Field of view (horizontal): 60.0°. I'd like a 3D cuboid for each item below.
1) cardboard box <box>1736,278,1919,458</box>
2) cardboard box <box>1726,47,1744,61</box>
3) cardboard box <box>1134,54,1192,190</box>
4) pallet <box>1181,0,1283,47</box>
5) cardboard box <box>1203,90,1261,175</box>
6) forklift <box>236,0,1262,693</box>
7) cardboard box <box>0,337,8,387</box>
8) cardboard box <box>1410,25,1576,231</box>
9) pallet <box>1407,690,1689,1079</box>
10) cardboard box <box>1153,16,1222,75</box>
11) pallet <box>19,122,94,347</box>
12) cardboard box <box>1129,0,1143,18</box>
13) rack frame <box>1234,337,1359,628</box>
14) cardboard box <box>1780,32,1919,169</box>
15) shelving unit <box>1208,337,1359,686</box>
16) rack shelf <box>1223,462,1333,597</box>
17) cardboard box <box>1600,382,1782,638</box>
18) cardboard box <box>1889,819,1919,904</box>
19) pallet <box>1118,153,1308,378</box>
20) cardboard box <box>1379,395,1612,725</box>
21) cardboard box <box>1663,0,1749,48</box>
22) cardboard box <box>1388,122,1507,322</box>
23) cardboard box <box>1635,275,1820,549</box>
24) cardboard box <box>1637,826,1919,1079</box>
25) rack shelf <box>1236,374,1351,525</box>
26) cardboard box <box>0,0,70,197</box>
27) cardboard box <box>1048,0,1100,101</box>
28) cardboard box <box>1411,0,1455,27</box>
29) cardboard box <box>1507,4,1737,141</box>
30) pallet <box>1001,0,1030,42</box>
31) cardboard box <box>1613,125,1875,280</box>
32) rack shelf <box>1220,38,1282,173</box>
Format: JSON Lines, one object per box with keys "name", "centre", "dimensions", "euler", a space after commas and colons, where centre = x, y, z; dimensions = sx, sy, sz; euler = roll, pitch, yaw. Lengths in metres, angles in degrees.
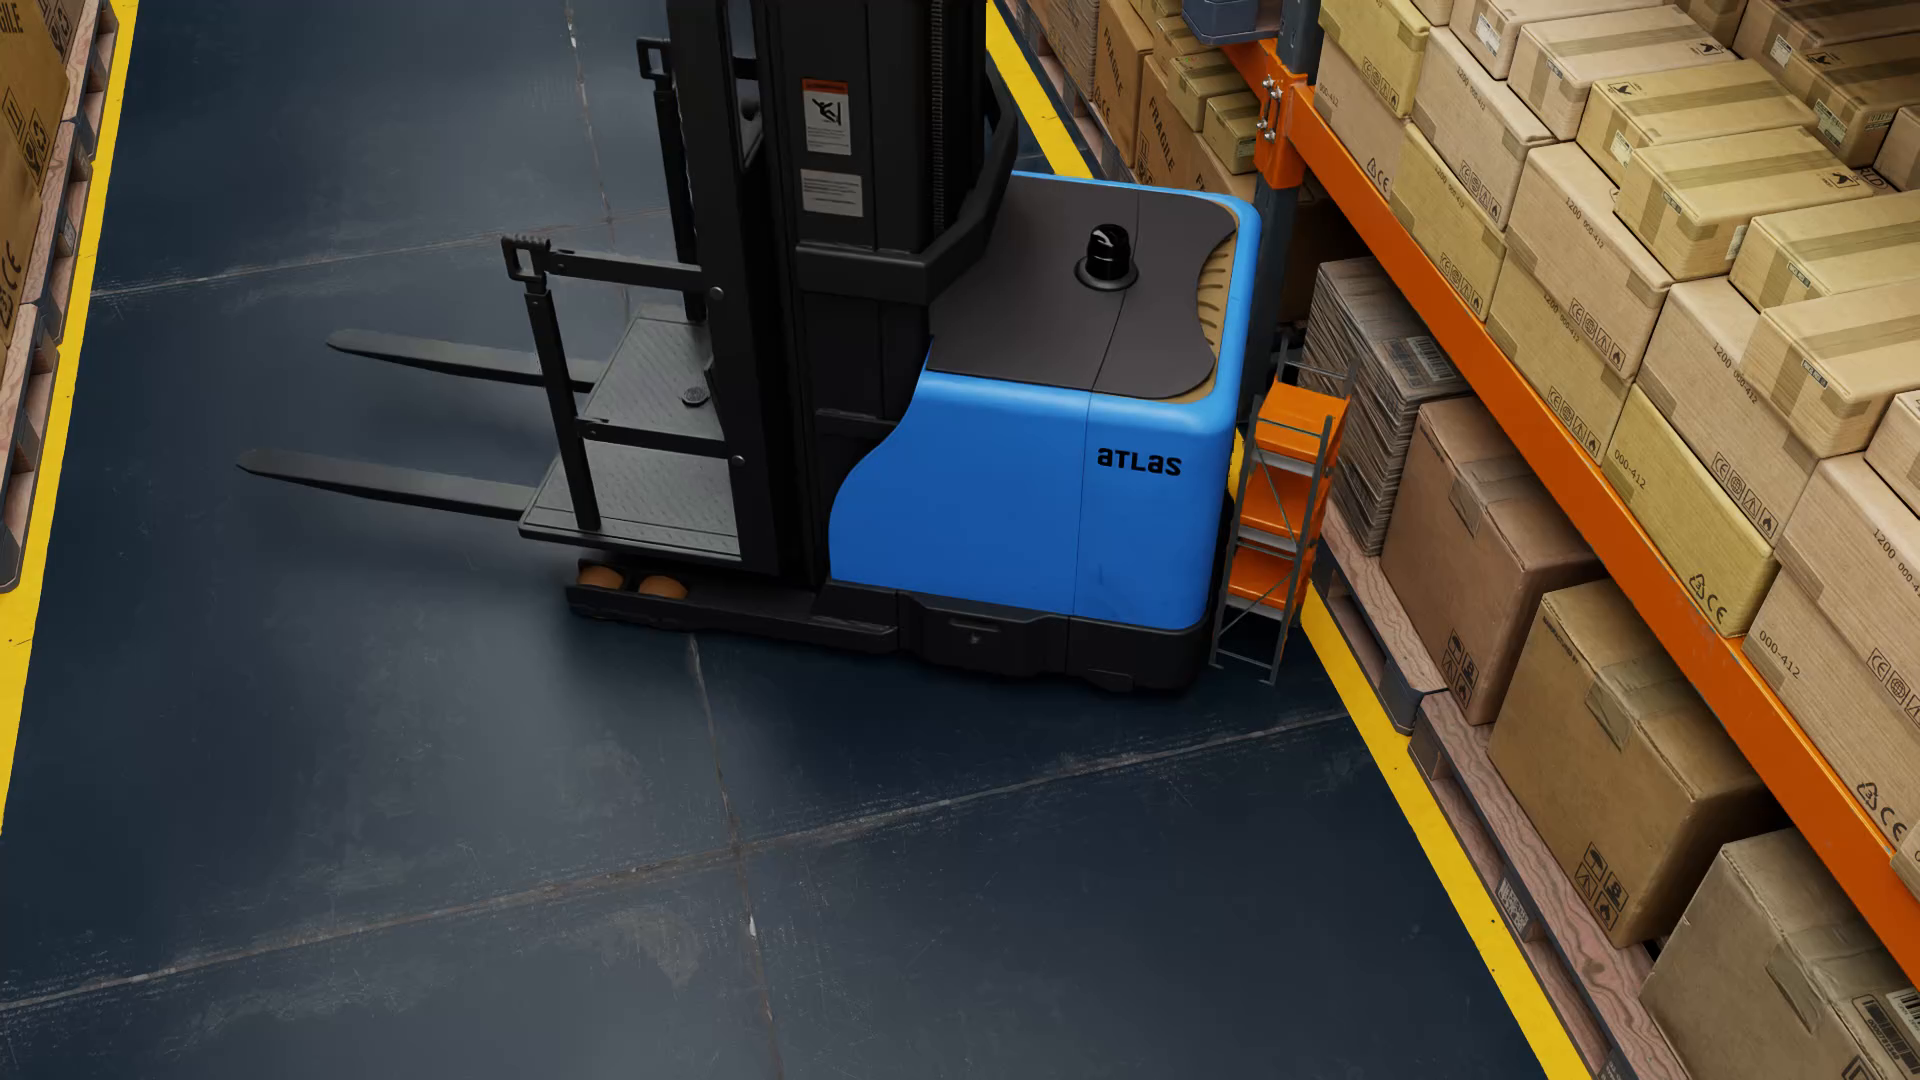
{"name": "cardboard box", "centre": [1.624, -0.310, 2.930], "dimensions": [0.380, 0.149, 0.250], "euler": [-12, 47, -11]}
{"name": "cardboard box", "centre": [1.917, -1.079, 3.963], "dimensions": [0.500, 0.250, 0.500], "euler": [-10, 46, -10]}
{"name": "cardboard box", "centre": [0.967, -1.441, 6.018], "dimensions": [0.500, 0.500, 0.500], "euler": [-11, 47, -11]}
{"name": "pallet", "centre": [1.160, -1.957, 5.202], "dimensions": [1.213, 0.211, 1.003], "euler": [-11, 47, -10]}
{"name": "cardboard box", "centre": [1.030, -1.363, 5.487], "dimensions": [0.380, 0.149, 0.250], "euler": [-13, 47, -12]}
{"name": "forklift", "centre": [-0.705, -1.121, 4.296], "dimensions": [3.031, 2.935, 1.130], "euler": [8, 46, 8]}
{"name": "cardboard box", "centre": [-3.493, -0.554, 4.887], "dimensions": [0.875, 0.875, 0.875], "euler": [-11, 47, -11]}
{"name": "cardboard box", "centre": [1.406, -0.995, 3.879], "dimensions": [0.500, 0.250, 0.500], "euler": [-9, 46, -9]}
{"name": "pallet", "centre": [1.883, 0.823, 4.295], "dimensions": [1.003, 0.211, 1.213], "euler": [-11, 47, -10]}
{"name": "cardboard box", "centre": [0.905, -1.735, 5.852], "dimensions": [0.380, 0.149, 0.250], "euler": [-12, 47, -12]}
{"name": "pallet", "centre": [-3.834, -1.082, 6.162], "dimensions": [1.003, 0.211, 1.213], "euler": [-11, 47, -10]}
{"name": "cardboard box", "centre": [0.817, -2.098, 6.208], "dimensions": [0.380, 0.149, 0.250], "euler": [-11, 47, -11]}
{"name": "rack frame", "centre": [0.923, -0.130, 4.637], "dimensions": [0.200, 1.050, 0.008], "euler": [18, 49, 16]}
{"name": "cardboard box", "centre": [1.984, -0.942, 3.549], "dimensions": [0.380, 0.149, 0.250], "euler": [-11, 47, -11]}
{"name": "shelving unit", "centre": [0.873, -0.049, 4.560], "dimensions": [0.215, 1.050, 0.252], "euler": [18, 49, 16]}
{"name": "rack shelf", "centre": [0.873, -0.042, 4.568], "dimensions": [0.215, 0.259, 0.240], "euler": [18, 49, 16]}
{"name": "cardboard box", "centre": [1.672, -0.105, 3.357], "dimensions": [0.500, 0.250, 0.500], "euler": [-9, 46, -9]}
{"name": "cardboard box", "centre": [1.909, 0.599, 2.668], "dimensions": [0.500, 0.250, 0.500], "euler": [-11, 47, -11]}
{"name": "pallet", "centre": [1.246, -1.115, 6.195], "dimensions": [1.003, 0.211, 1.213], "euler": [-11, 47, -10]}
{"name": "cardboard box", "centre": [1.722, -0.002, 4.520], "dimensions": [0.875, 0.625, 0.625], "euler": [-9, 46, -9]}
{"name": "cardboard box", "centre": [1.862, -1.293, 3.893], "dimensions": [0.380, 0.149, 0.250], "euler": [-11, 47, -10]}
{"name": "cardboard box", "centre": [1.402, -0.817, 4.056], "dimensions": [0.500, 0.250, 0.500], "euler": [-12, 47, -11]}
{"name": "cardboard box", "centre": [1.677, -0.282, 3.181], "dimensions": [0.500, 0.250, 0.500], "euler": [-10, 46, -10]}
{"name": "cardboard box", "centre": [2.089, 0.981, 3.557], "dimensions": [0.875, 0.625, 0.625], "euler": [-11, 47, -11]}
{"name": "rack shelf", "centre": [0.873, -0.238, 4.362], "dimensions": [0.215, 0.259, 0.240], "euler": [18, 49, 16]}
{"name": "cardboard box", "centre": [-3.945, -1.788, 6.096], "dimensions": [0.875, 0.875, 0.875], "euler": [-9, 46, -9]}
{"name": "cardboard box", "centre": [0.679, -2.157, 6.720], "dimensions": [0.500, 0.500, 0.500], "euler": [-12, 47, -12]}
{"name": "cardboard box", "centre": [1.268, -1.373, 3.971], "dimensions": [0.380, 0.149, 0.250], "euler": [-10, 46, -9]}
{"name": "cardboard box", "centre": [1.437, -1.022, 3.627], "dimensions": [0.380, 0.149, 0.250], "euler": [-10, 46, -10]}
{"name": "pallet", "centre": [0.622, -2.800, 7.846], "dimensions": [1.003, 0.211, 1.213], "euler": [-11, 47, -10]}
{"name": "cardboard box", "centre": [1.539, -0.668, 3.280], "dimensions": [0.380, 0.149, 0.250], "euler": [-10, 46, -9]}
{"name": "rack shelf", "centre": [0.889, -2.698, 6.298], "dimensions": [1.077, 0.370, 4.000], "euler": [-11, 47, -10]}
